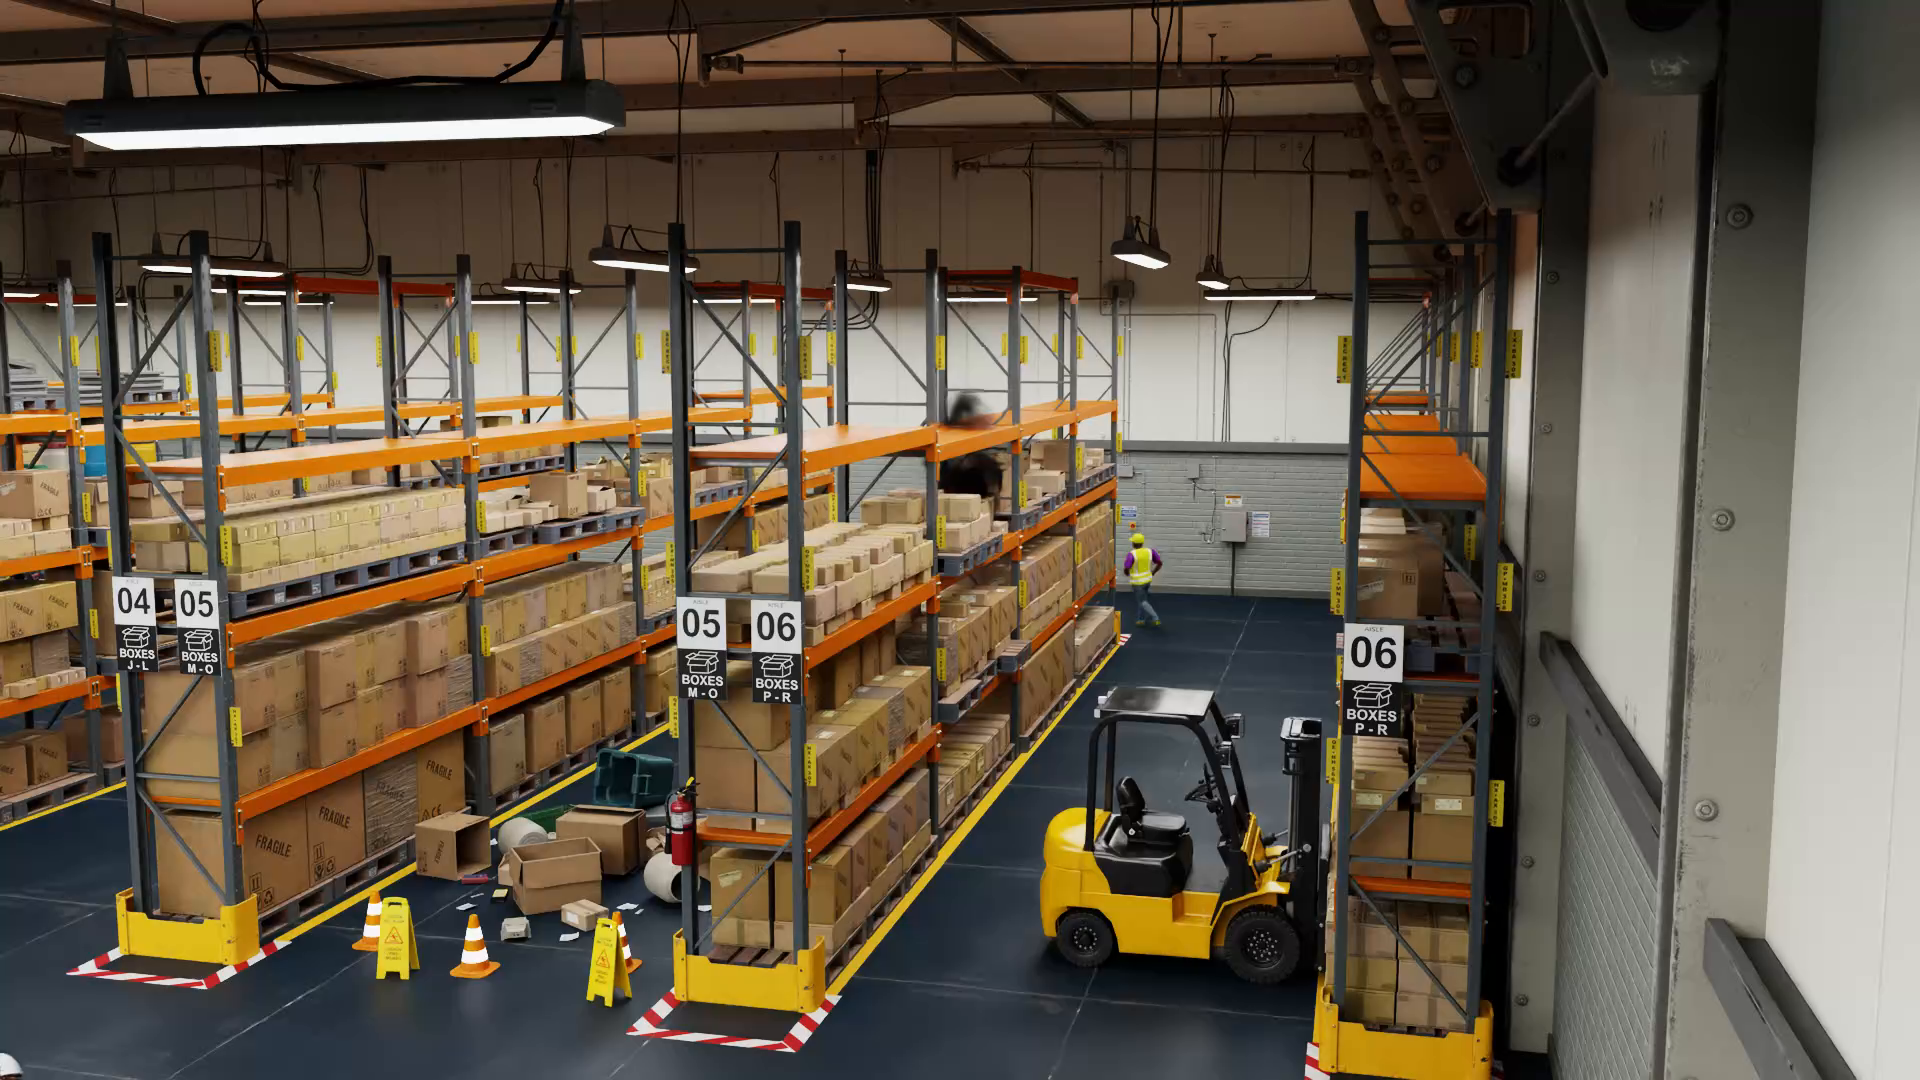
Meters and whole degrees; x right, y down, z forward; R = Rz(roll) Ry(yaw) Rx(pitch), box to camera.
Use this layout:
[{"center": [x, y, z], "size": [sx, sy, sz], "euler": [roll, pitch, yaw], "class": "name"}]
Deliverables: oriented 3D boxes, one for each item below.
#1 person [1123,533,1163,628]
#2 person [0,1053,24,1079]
[{"center": [3.127, 0.723, 29.348], "size": [0.710, 1.713, 0.804], "euler": [-4, 8, -31], "class": "person"}, {"center": [-4.671, 3.333, 8.150], "size": [0.677, 1.727, 0.662], "euler": [-4, 8, -32], "class": "person"}]
